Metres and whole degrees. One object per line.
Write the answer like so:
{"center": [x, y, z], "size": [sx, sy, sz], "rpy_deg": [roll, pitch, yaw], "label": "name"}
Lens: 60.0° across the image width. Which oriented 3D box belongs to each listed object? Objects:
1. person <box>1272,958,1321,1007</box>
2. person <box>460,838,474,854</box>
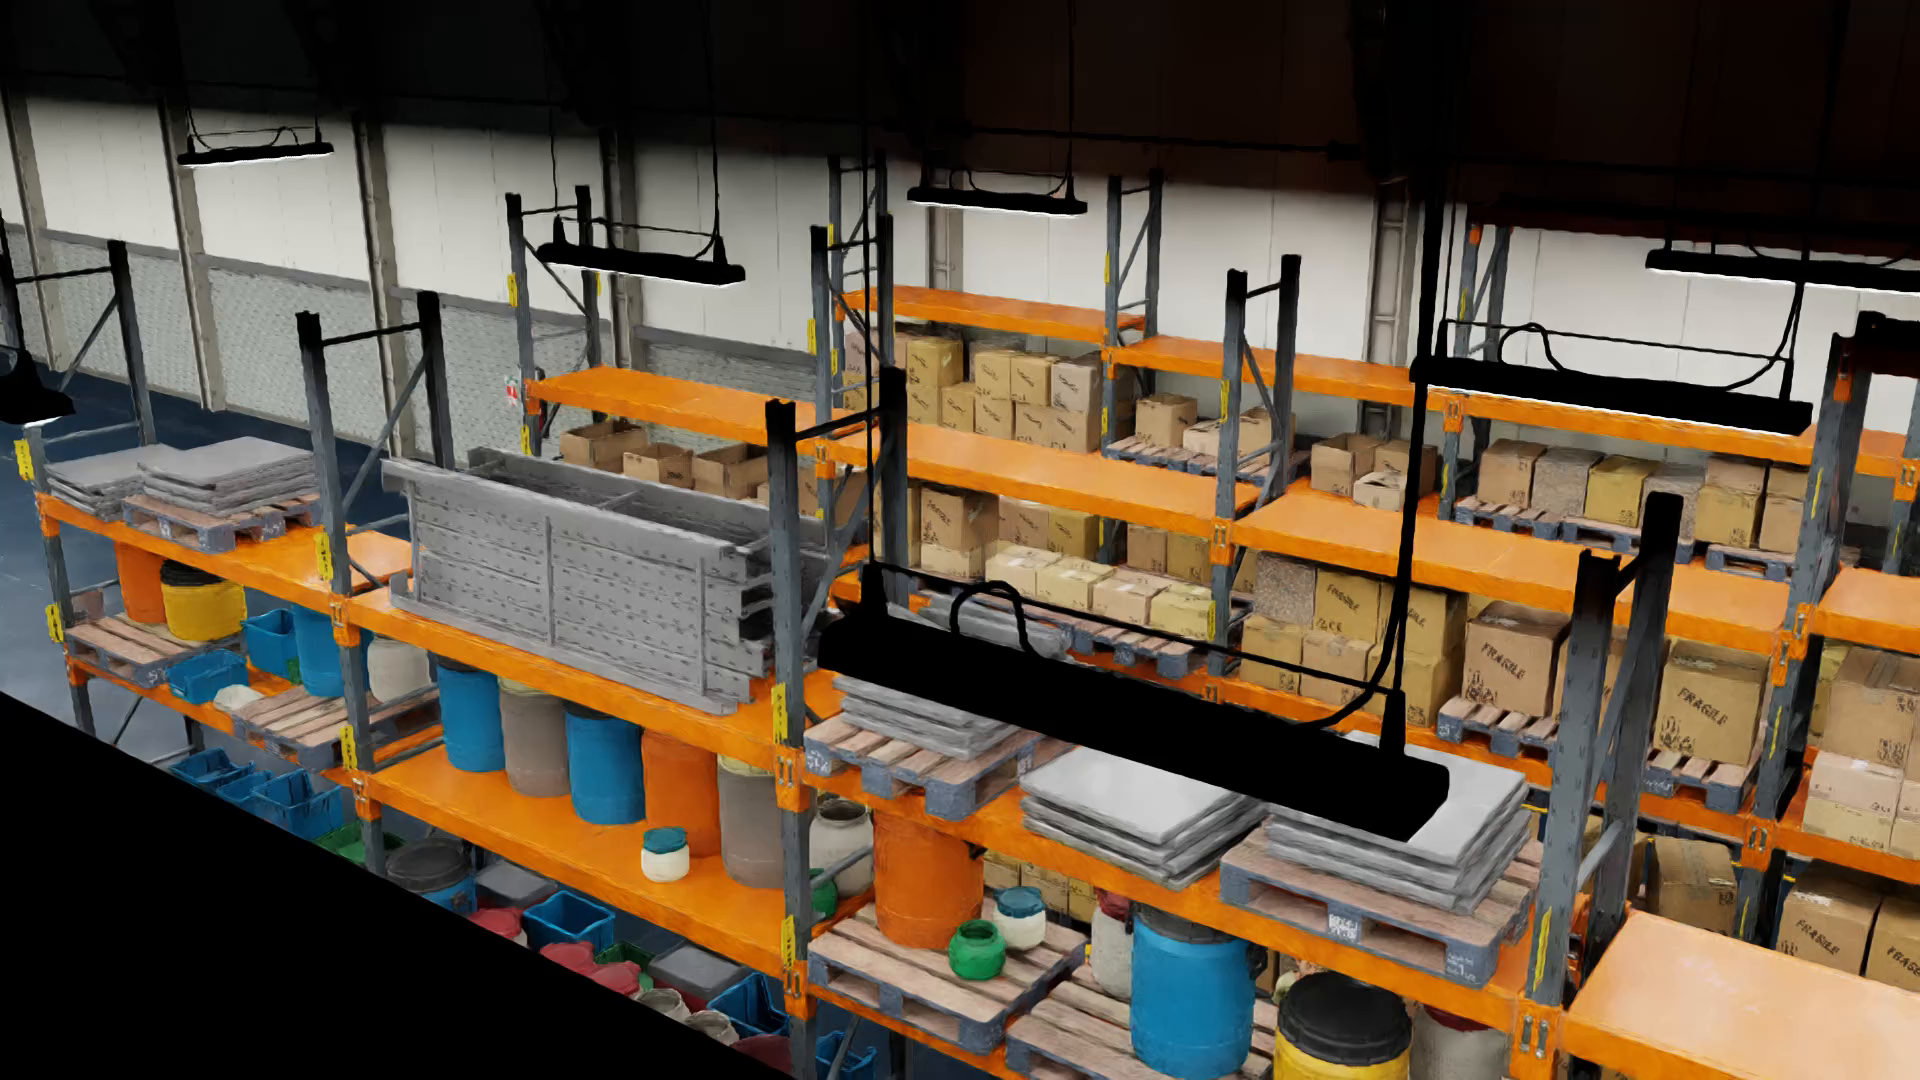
{"center": [2.430, 3.584, 11.703], "size": [0.545, 1.676, 0.390], "rpy_deg": [4, 19, 13], "label": "person"}
{"center": [-4.393, 2.481, 15.151], "size": [0.527, 1.592, 0.523], "rpy_deg": [-7, 20, -20], "label": "person"}
